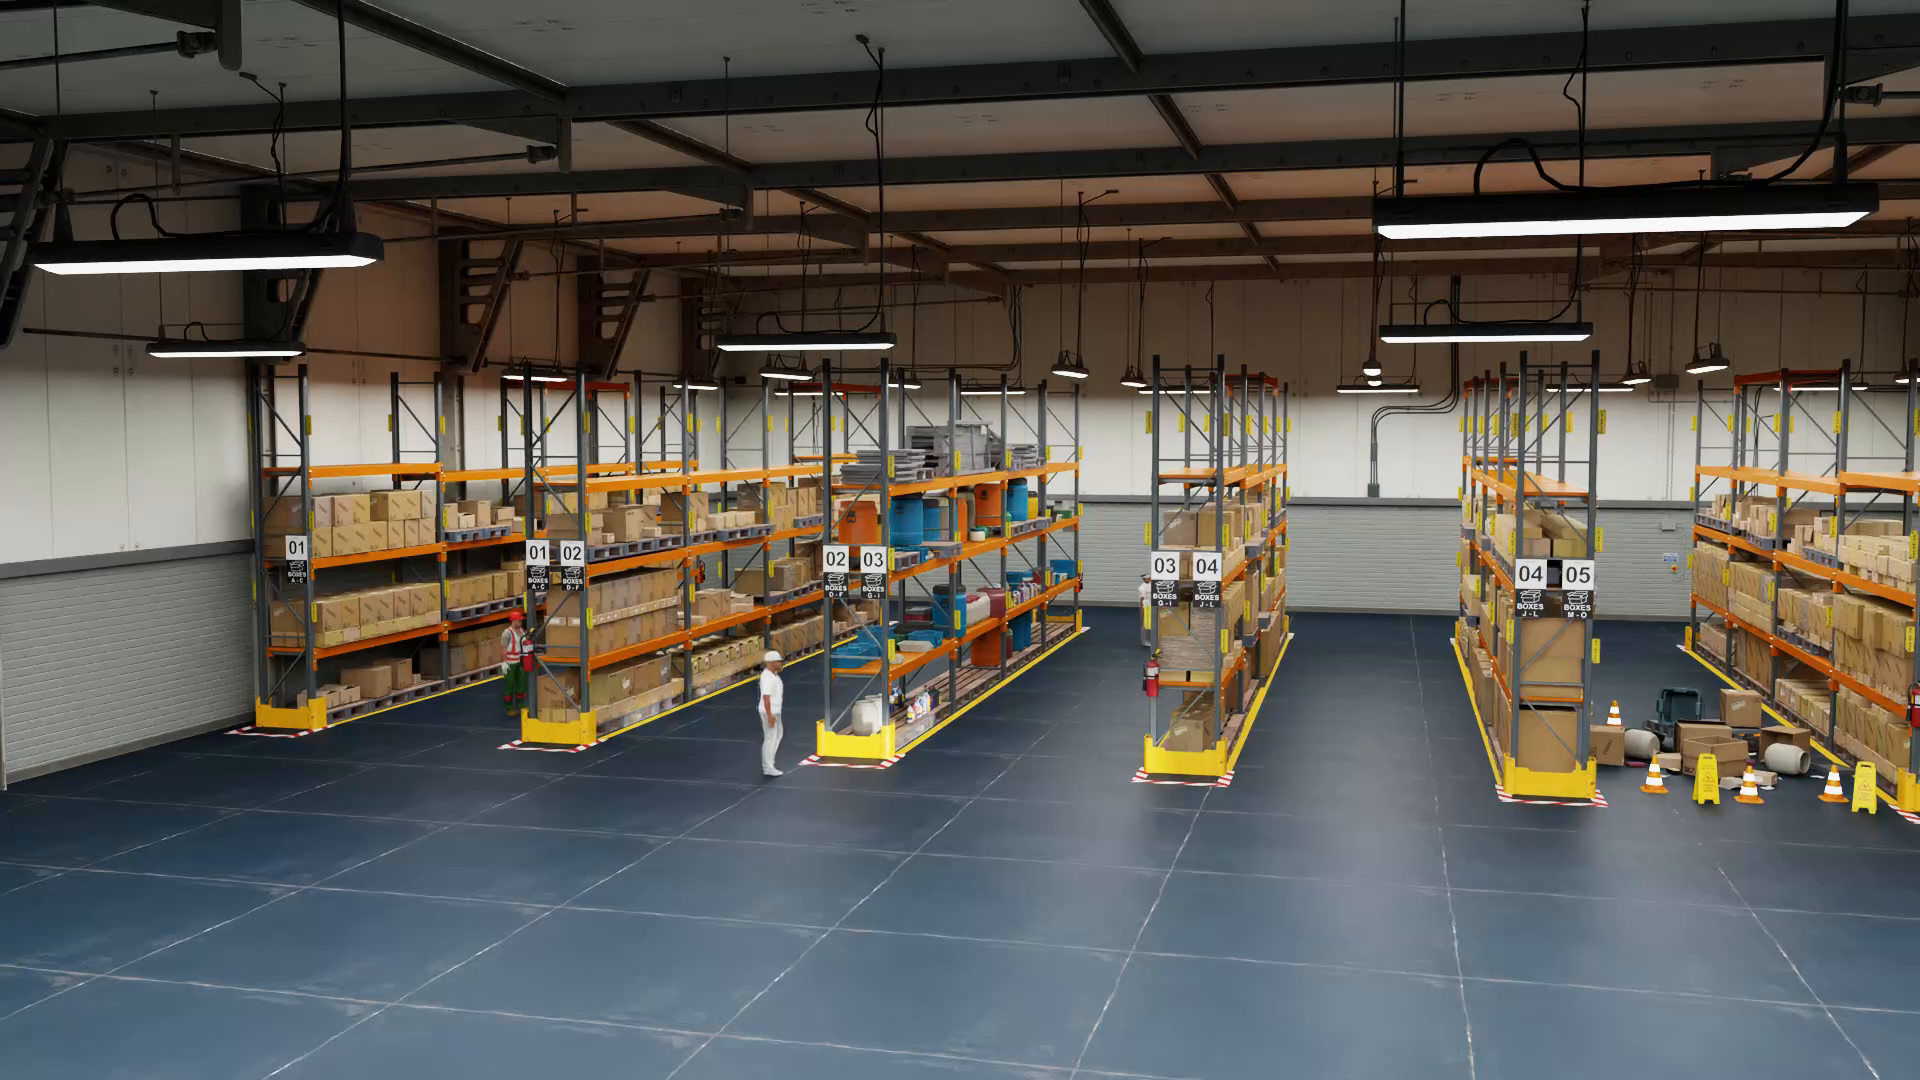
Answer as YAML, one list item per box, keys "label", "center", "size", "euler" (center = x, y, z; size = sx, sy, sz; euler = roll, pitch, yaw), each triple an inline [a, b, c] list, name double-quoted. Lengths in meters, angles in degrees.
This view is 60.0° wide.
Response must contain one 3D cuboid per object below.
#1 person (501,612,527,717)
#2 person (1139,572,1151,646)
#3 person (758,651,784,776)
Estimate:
- label: "person"
  center: [-7.665, 2.130, 28.672]
  size: [0.396, 1.803, 0.578]
  euler: [2, 5, 32]
- label: "person"
  center: [4.258, 1.562, 37.811]
  size: [0.521, 1.693, 0.426]
  euler: [-3, 5, -41]
- label: "person"
  center: [-2.703, 2.513, 23.885]
  size: [0.377, 1.844, 0.673]
  euler: [0, 4, 3]
